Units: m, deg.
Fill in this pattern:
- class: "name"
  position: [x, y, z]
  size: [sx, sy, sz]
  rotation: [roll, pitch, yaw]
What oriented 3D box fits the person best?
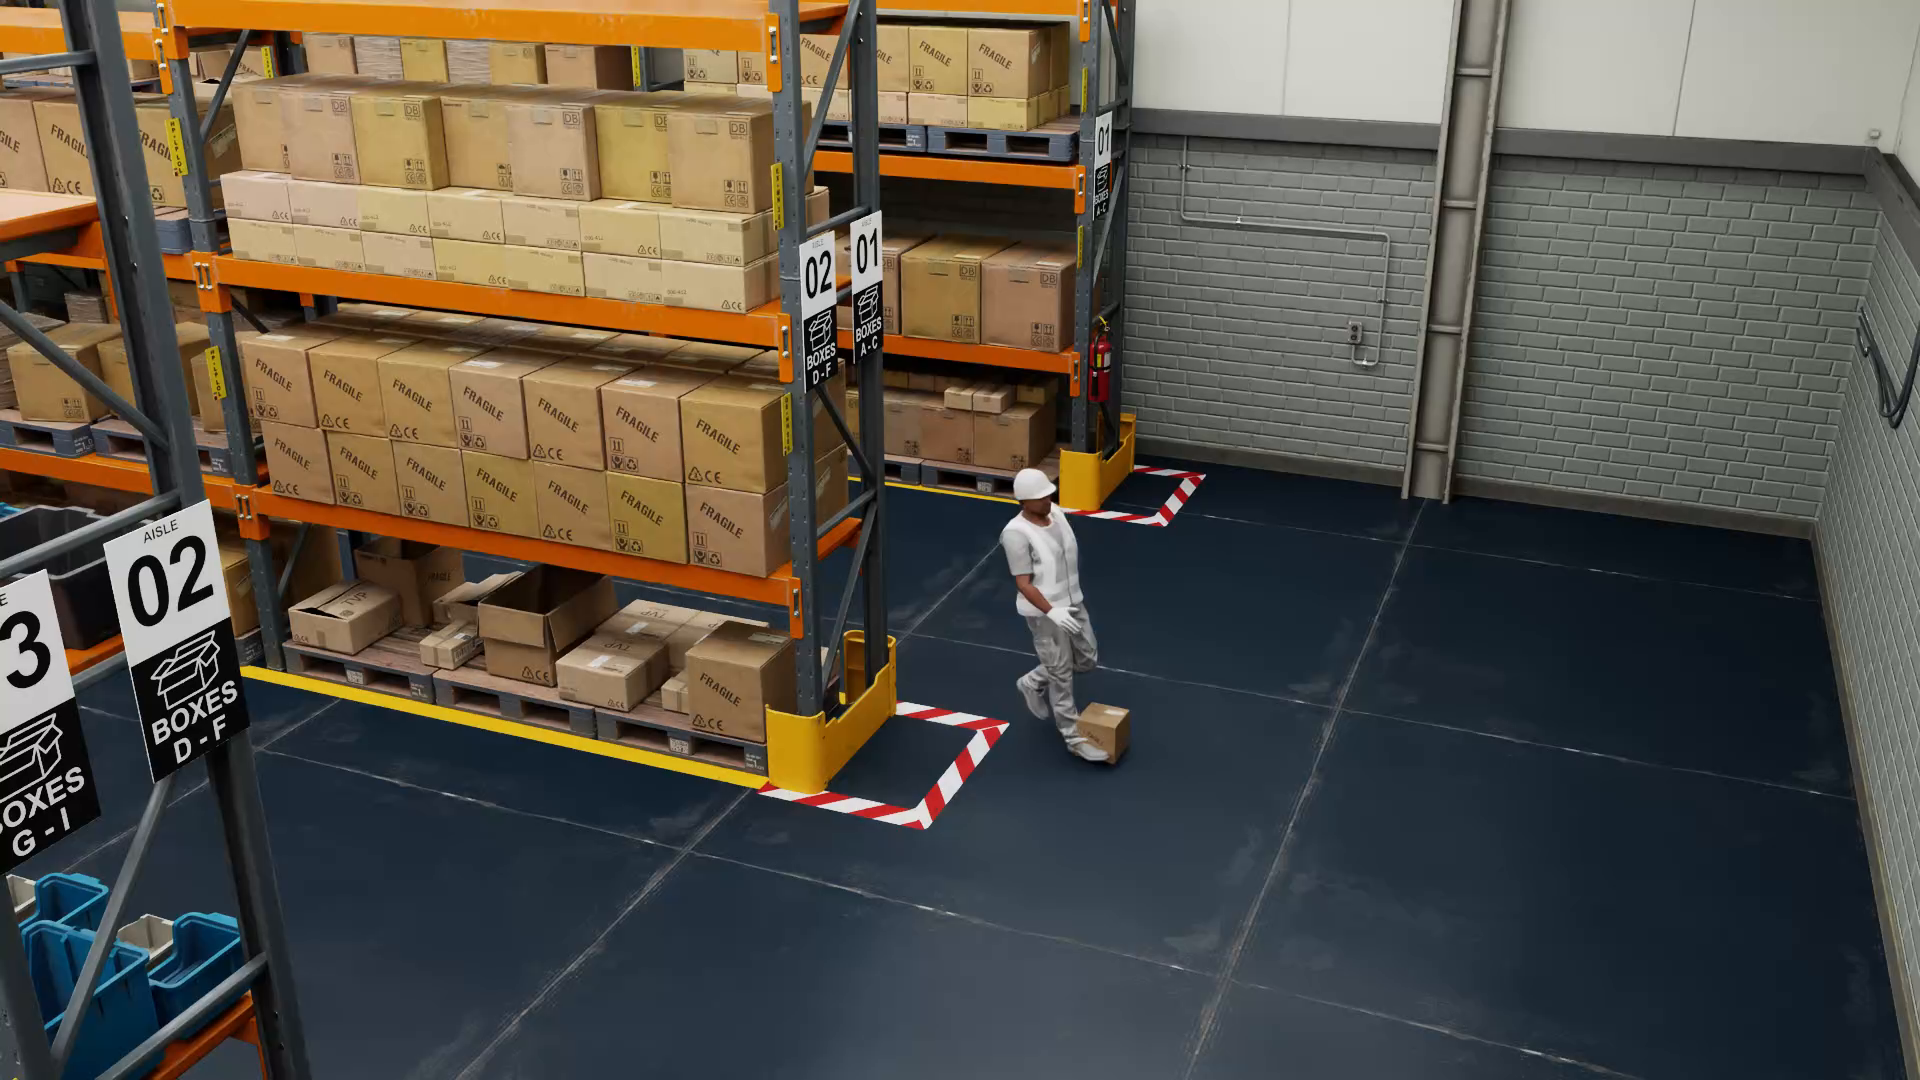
- class: "person"
  position: [0.619, 0.425, 9.882]
  size: [0.771, 1.742, 0.620]
  rotation: [17, 28, 36]
